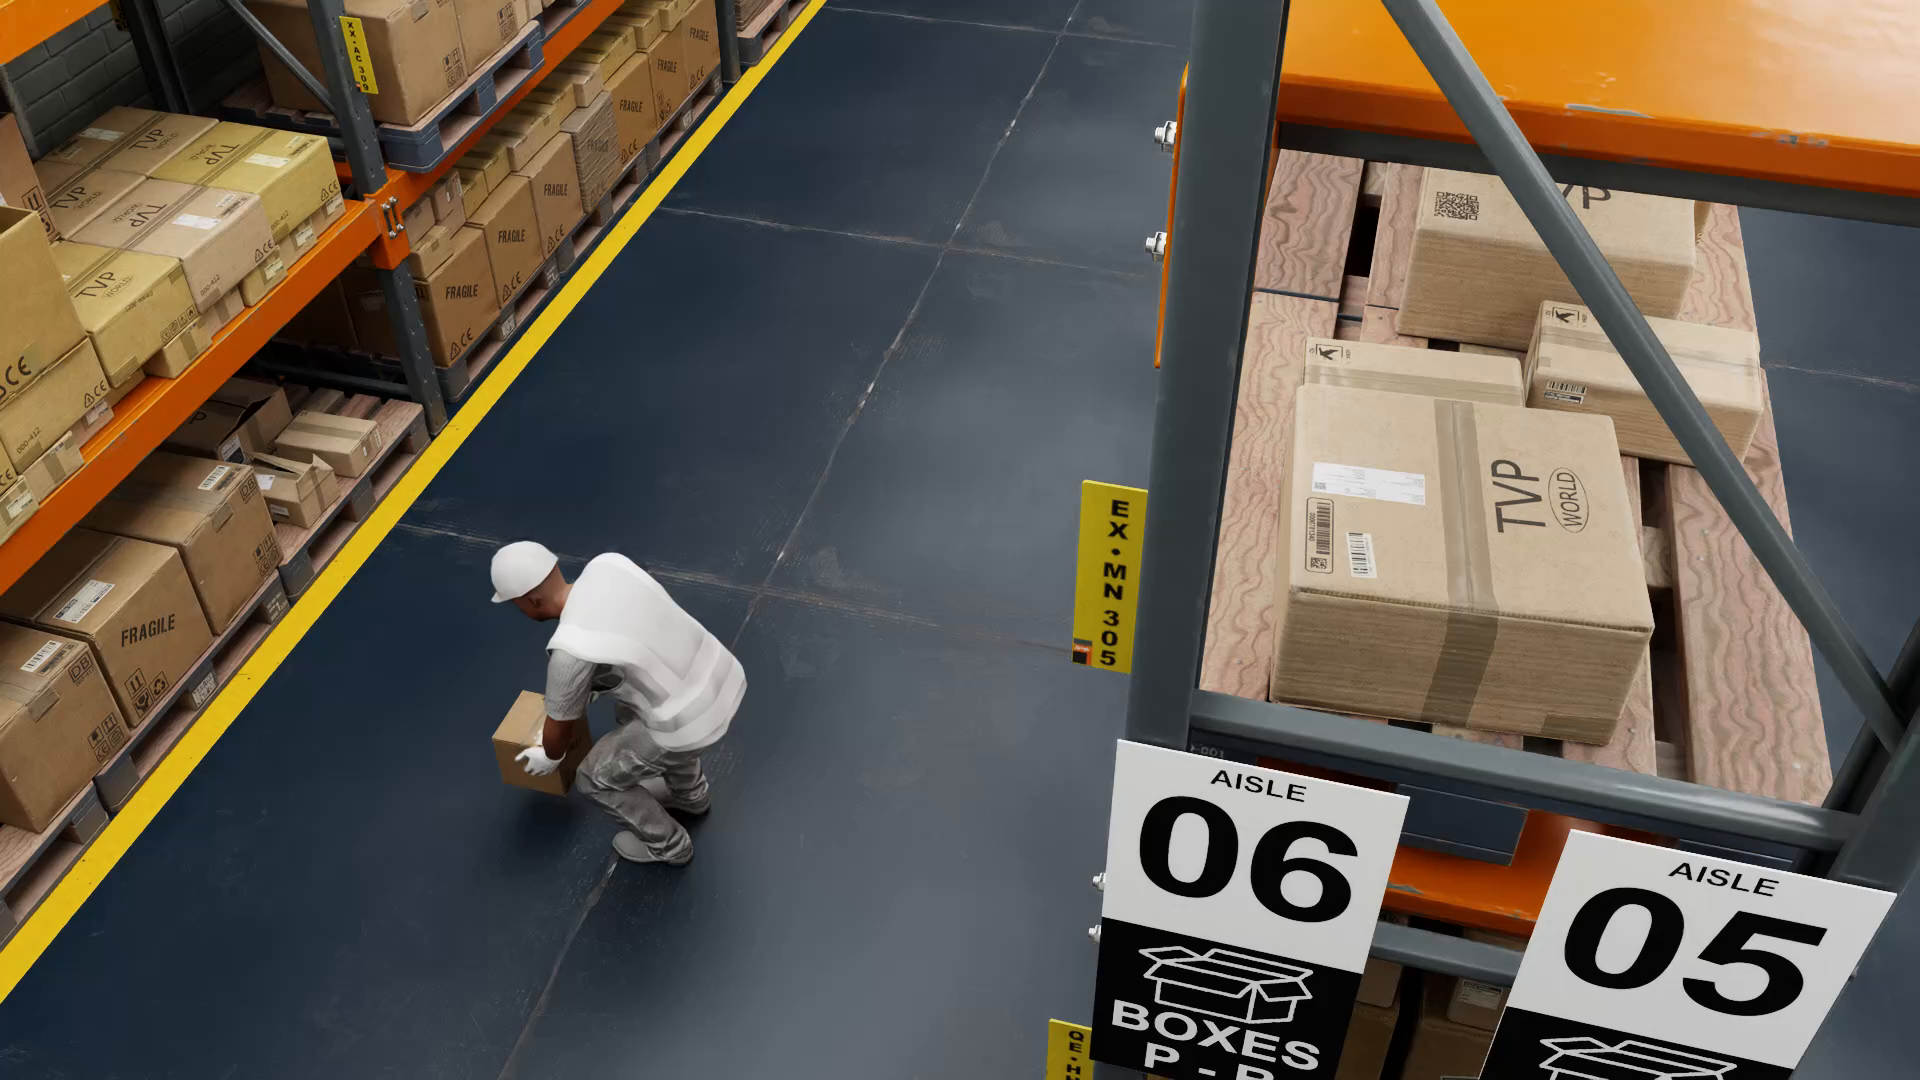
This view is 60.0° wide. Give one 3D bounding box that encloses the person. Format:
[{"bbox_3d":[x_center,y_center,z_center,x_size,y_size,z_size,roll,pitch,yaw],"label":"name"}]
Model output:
[{"bbox_3d":[-1.162,0.582,5.797,0.801,1.352,0.613,10,42,11],"label":"person"}]
